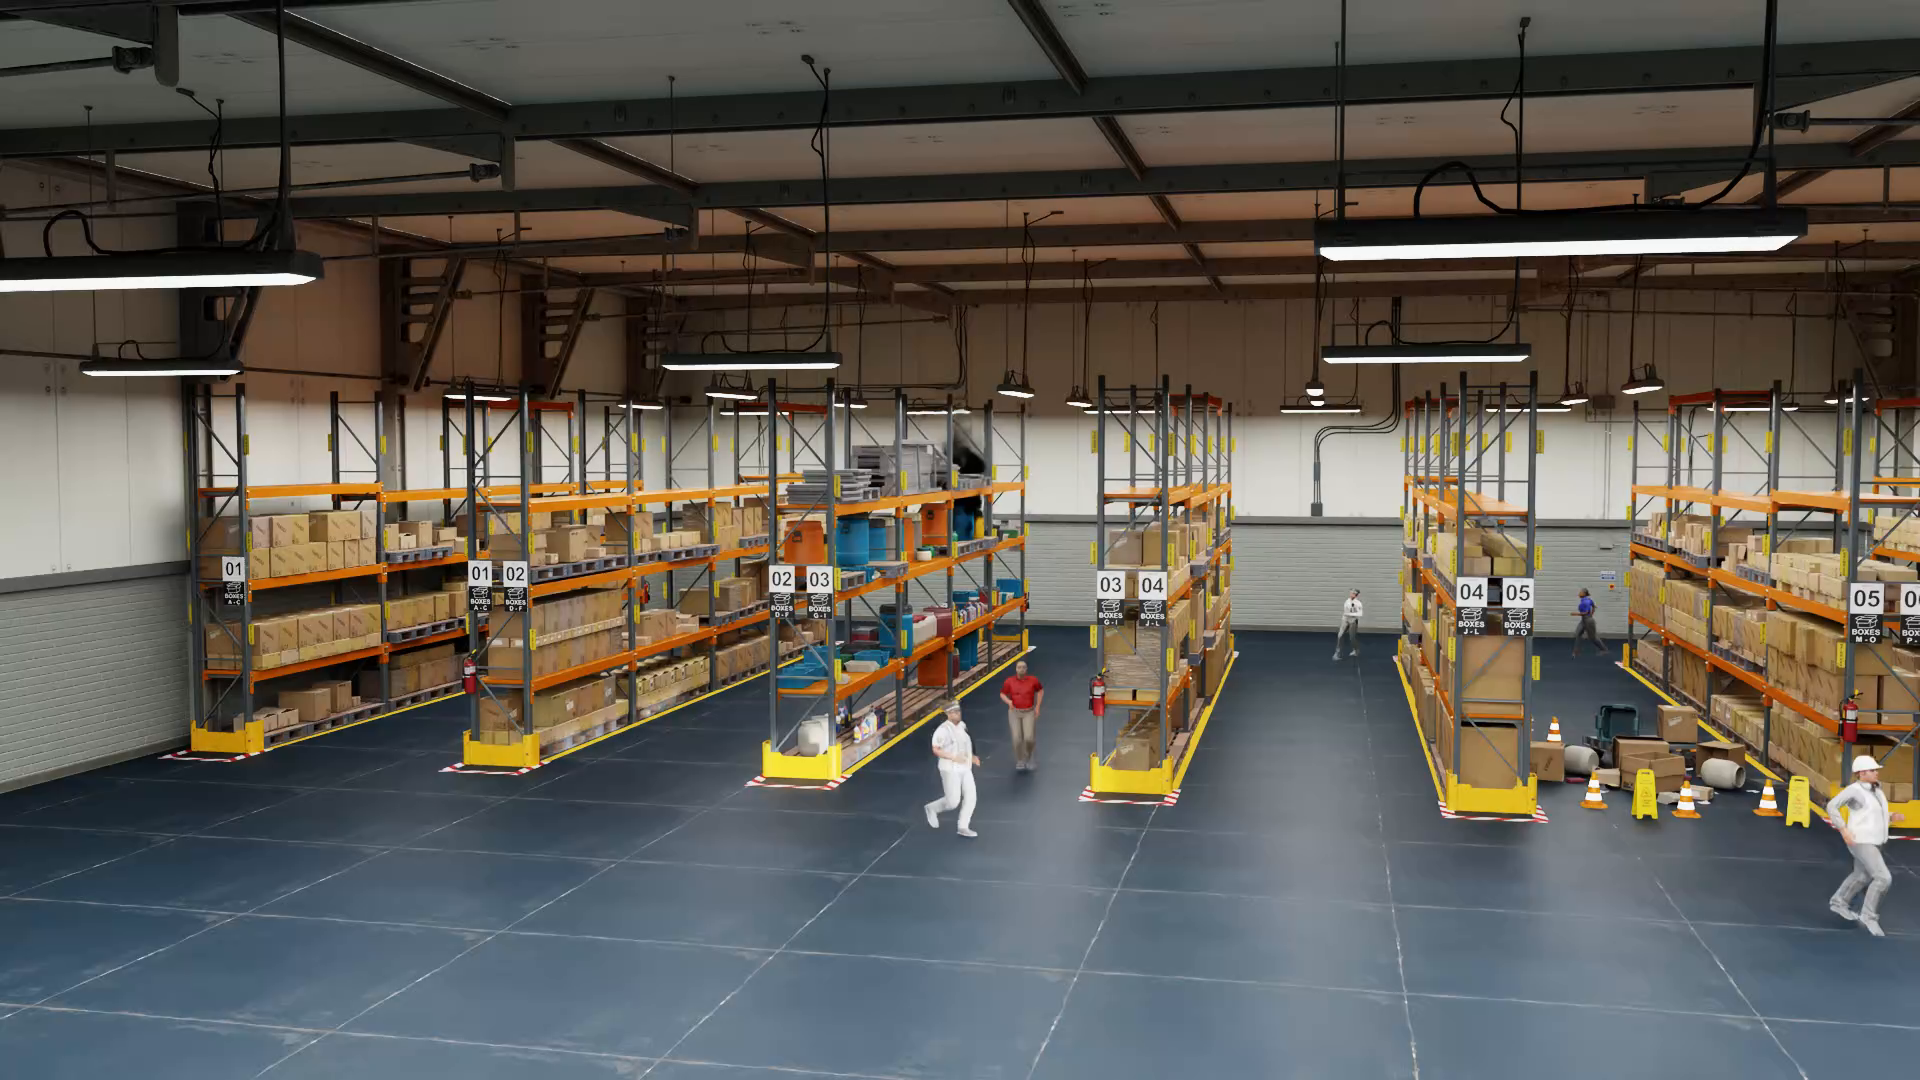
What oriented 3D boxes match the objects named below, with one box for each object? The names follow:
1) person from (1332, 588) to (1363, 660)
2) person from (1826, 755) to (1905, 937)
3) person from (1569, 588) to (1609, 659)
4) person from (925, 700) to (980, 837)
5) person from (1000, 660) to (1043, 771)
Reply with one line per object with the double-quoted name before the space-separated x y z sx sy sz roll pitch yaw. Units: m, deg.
"person" 9.129 1.943 38.716 0.882 1.682 0.609 -3 5 -44
"person" 9.342 3.141 17.152 0.627 1.833 0.753 -3 4 -38
"person" 14.705 1.967 38.873 0.894 1.693 0.504 0 3 7
"person" -0.082 2.910 21.324 0.747 1.738 0.666 3 4 41
"person" 0.938 2.699 25.453 0.657 1.715 0.645 0 3 5
